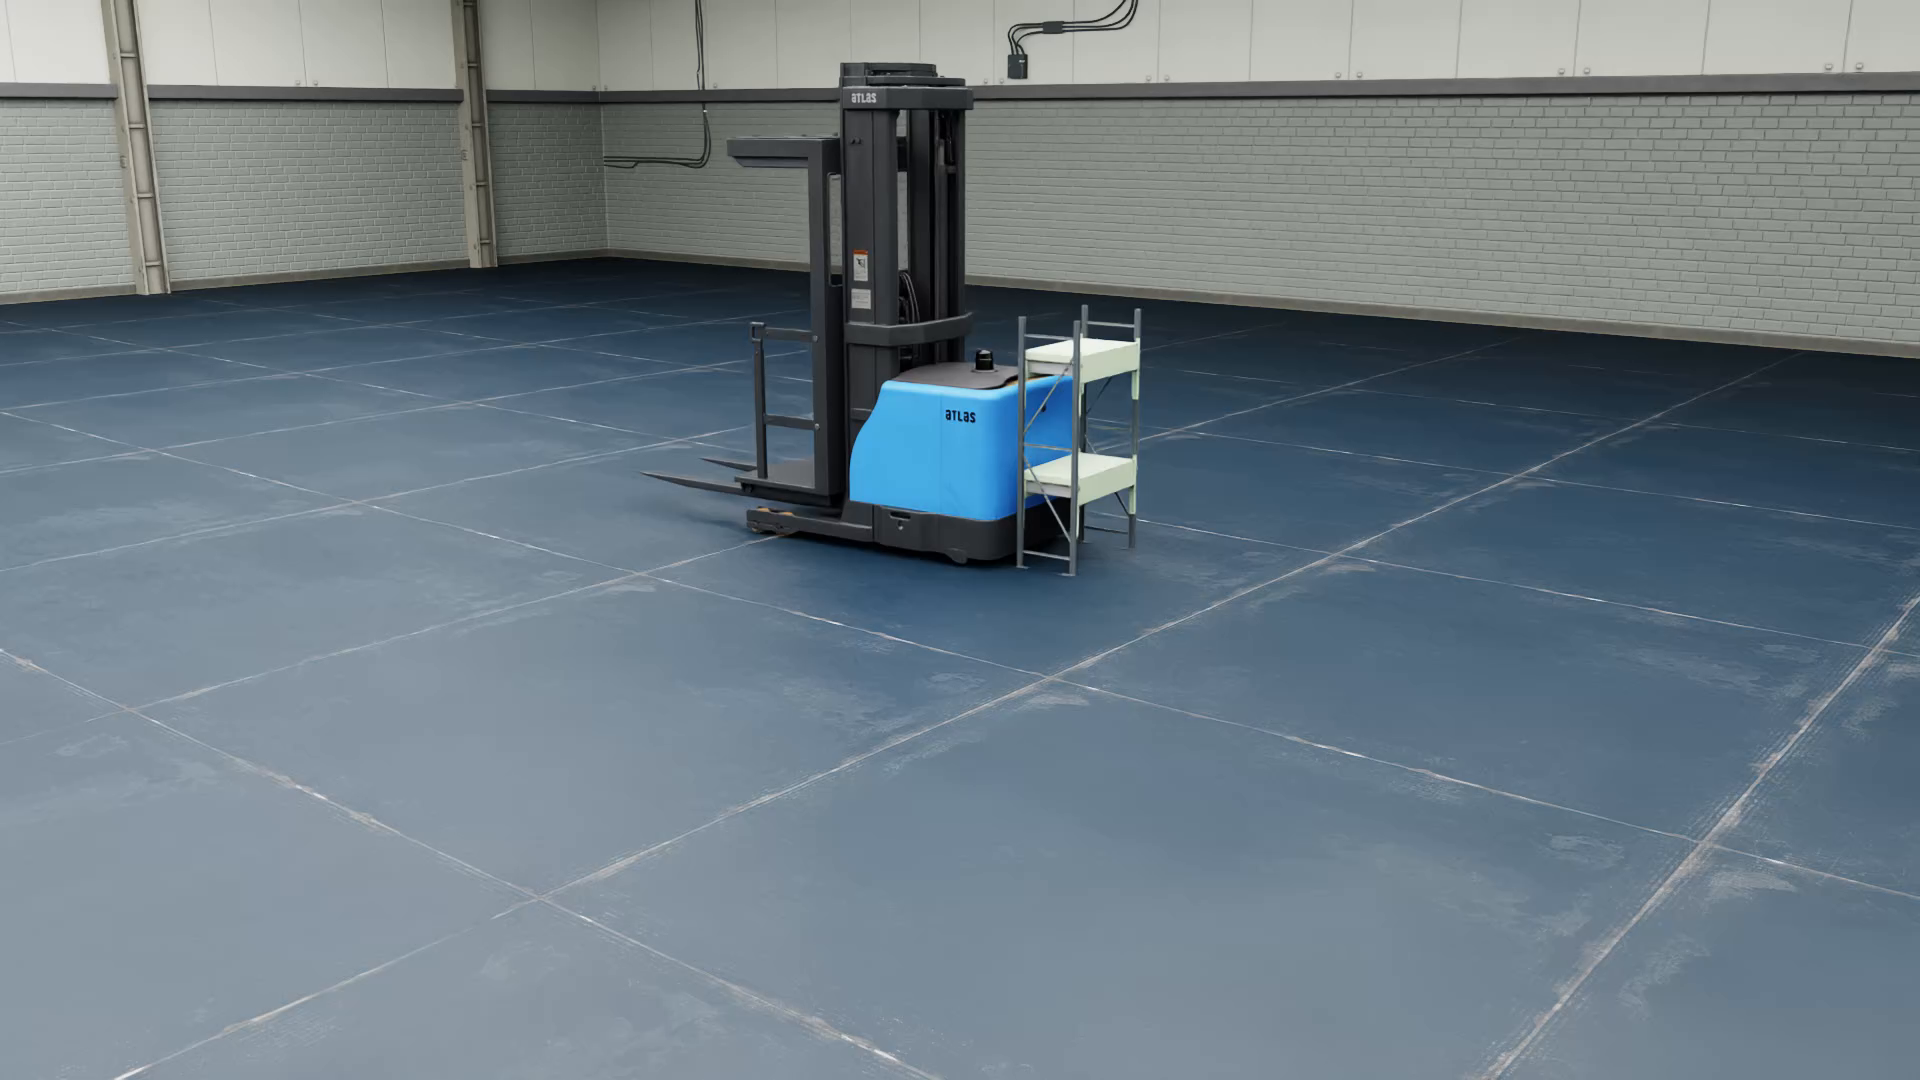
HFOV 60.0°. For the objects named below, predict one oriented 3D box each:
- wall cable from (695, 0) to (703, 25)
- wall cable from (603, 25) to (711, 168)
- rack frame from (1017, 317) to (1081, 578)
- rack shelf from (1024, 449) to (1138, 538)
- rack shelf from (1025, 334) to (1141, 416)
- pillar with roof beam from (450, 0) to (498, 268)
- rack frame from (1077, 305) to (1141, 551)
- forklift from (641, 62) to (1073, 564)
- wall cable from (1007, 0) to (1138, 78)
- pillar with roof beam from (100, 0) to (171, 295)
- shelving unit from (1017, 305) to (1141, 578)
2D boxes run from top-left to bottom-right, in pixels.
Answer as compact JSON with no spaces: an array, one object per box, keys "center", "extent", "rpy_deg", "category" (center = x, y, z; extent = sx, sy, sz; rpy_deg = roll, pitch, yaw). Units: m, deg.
[{"center":[-3.623,-10.179,28.465],"extent":[3.097,2.526,0.112],"rpy_deg":[11,18,38],"category":"wall cable"},{"center":[-5.727,-8.150,30.735],"extent":[3.097,2.526,0.112],"rpy_deg":[11,18,38],"category":"wall cable"},{"center":[0.512,-0.536,9.688],"extent":[0.400,1.500,0.023],"rpy_deg":[9,17,33],"category":"rack frame"},{"center":[0.715,-0.295,10.063],"extent":[0.431,0.370,0.720],"rpy_deg":[9,17,33],"category":"rack shelf"},{"center":[0.715,-0.989,9.887],"extent":[0.431,0.370,0.720],"rpy_deg":[9,17,33],"category":"rack shelf"},{"center":[-5.258,-8.629,26.314],"extent":[9.100,9.000,0.400],"rpy_deg":[11,18,38],"category":"pillar with roof beam"},{"center":[0.918,-0.686,10.278],"extent":[0.400,1.500,0.023],"rpy_deg":[9,17,33],"category":"rack frame"},{"center":[-0.778,-1.535,10.712],"extent":[3.031,2.935,1.130],"rpy_deg":[9,17,33],"category":"forklift"},{"center":[1.647,-9.831,24.139],"extent":[2.305,6.003,0.169],"rpy_deg":[11,18,38],"category":"wall cable"},{"center":[-9.030,-7.480,21.791],"extent":[9.100,9.000,0.400],"rpy_deg":[11,18,38],"category":"pillar with roof beam"},{"center":[0.715,-0.611,9.983],"extent":[0.431,1.500,0.755],"rpy_deg":[9,17,33],"category":"shelving unit"}]
